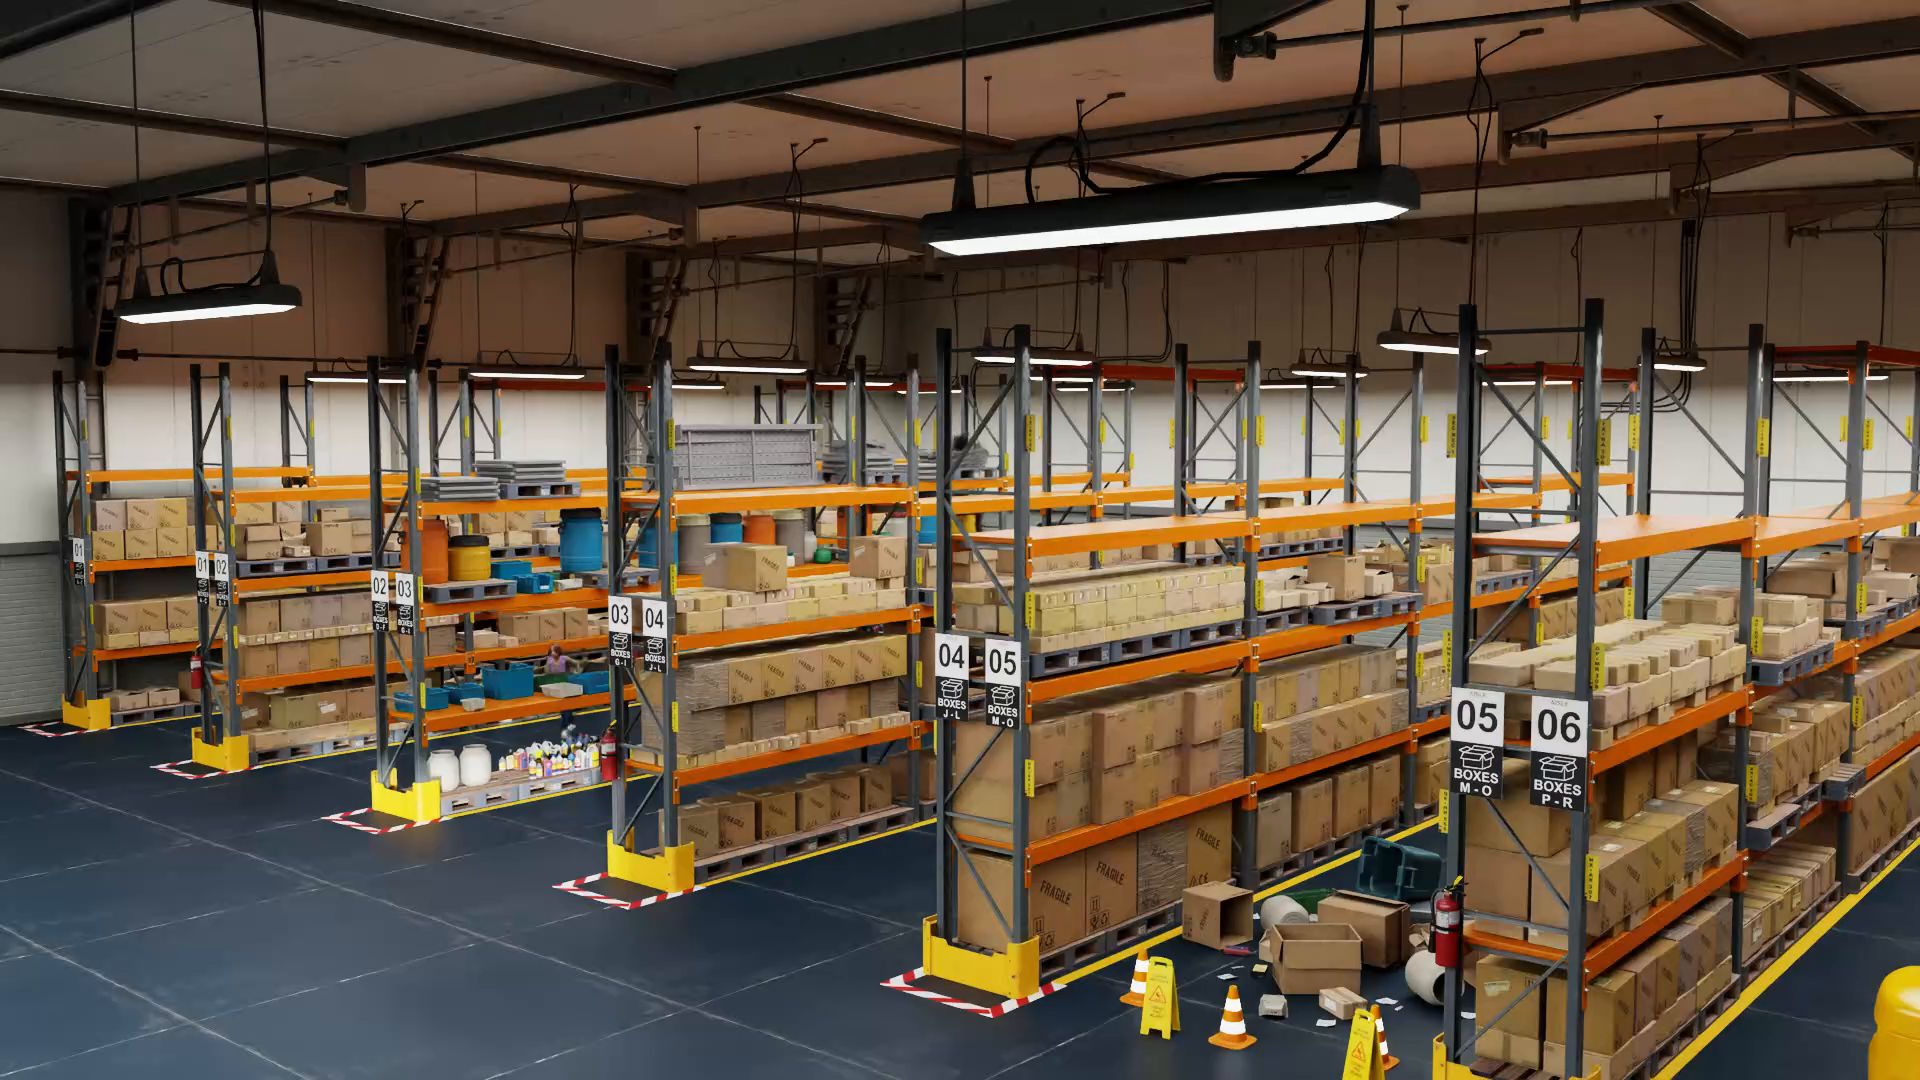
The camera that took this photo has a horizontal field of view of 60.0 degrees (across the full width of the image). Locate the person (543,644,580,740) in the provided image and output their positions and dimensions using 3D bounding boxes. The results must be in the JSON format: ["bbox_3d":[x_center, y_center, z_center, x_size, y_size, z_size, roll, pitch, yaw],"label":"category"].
[{"bbox_3d":[-6.460,2.439,27.069,0.538,1.560,0.904,1,4,16],"label":"person"}]
